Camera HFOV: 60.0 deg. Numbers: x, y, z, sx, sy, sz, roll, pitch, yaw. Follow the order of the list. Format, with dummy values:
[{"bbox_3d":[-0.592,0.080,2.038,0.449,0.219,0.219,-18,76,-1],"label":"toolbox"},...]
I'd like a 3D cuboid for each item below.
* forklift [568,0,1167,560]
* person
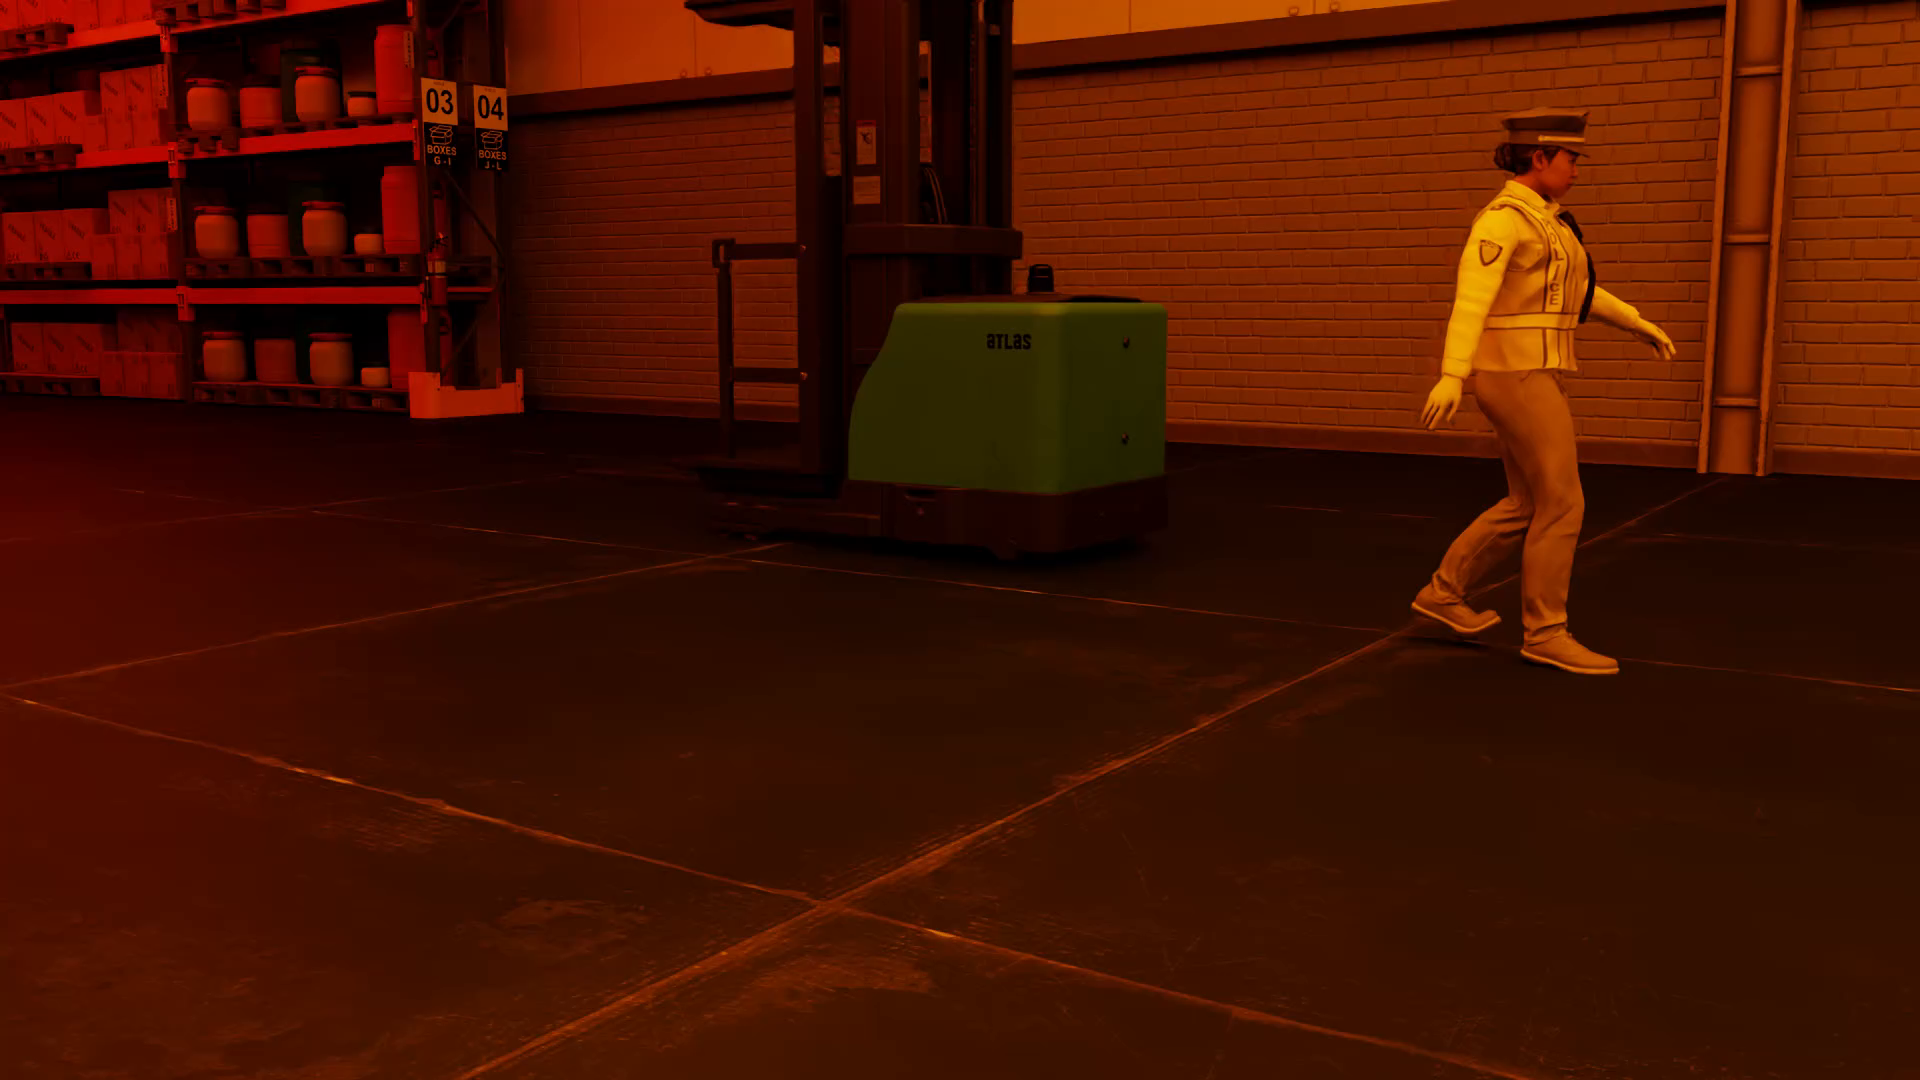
[{"bbox_3d":[-0.572,-1.503,7.761,3.031,2.935,1.130,6,10,34],"label":"forklift"},{"bbox_3d":[1.703,-0.450,4.975,0.710,1.650,0.855,5,9,30],"label":"person"}]
